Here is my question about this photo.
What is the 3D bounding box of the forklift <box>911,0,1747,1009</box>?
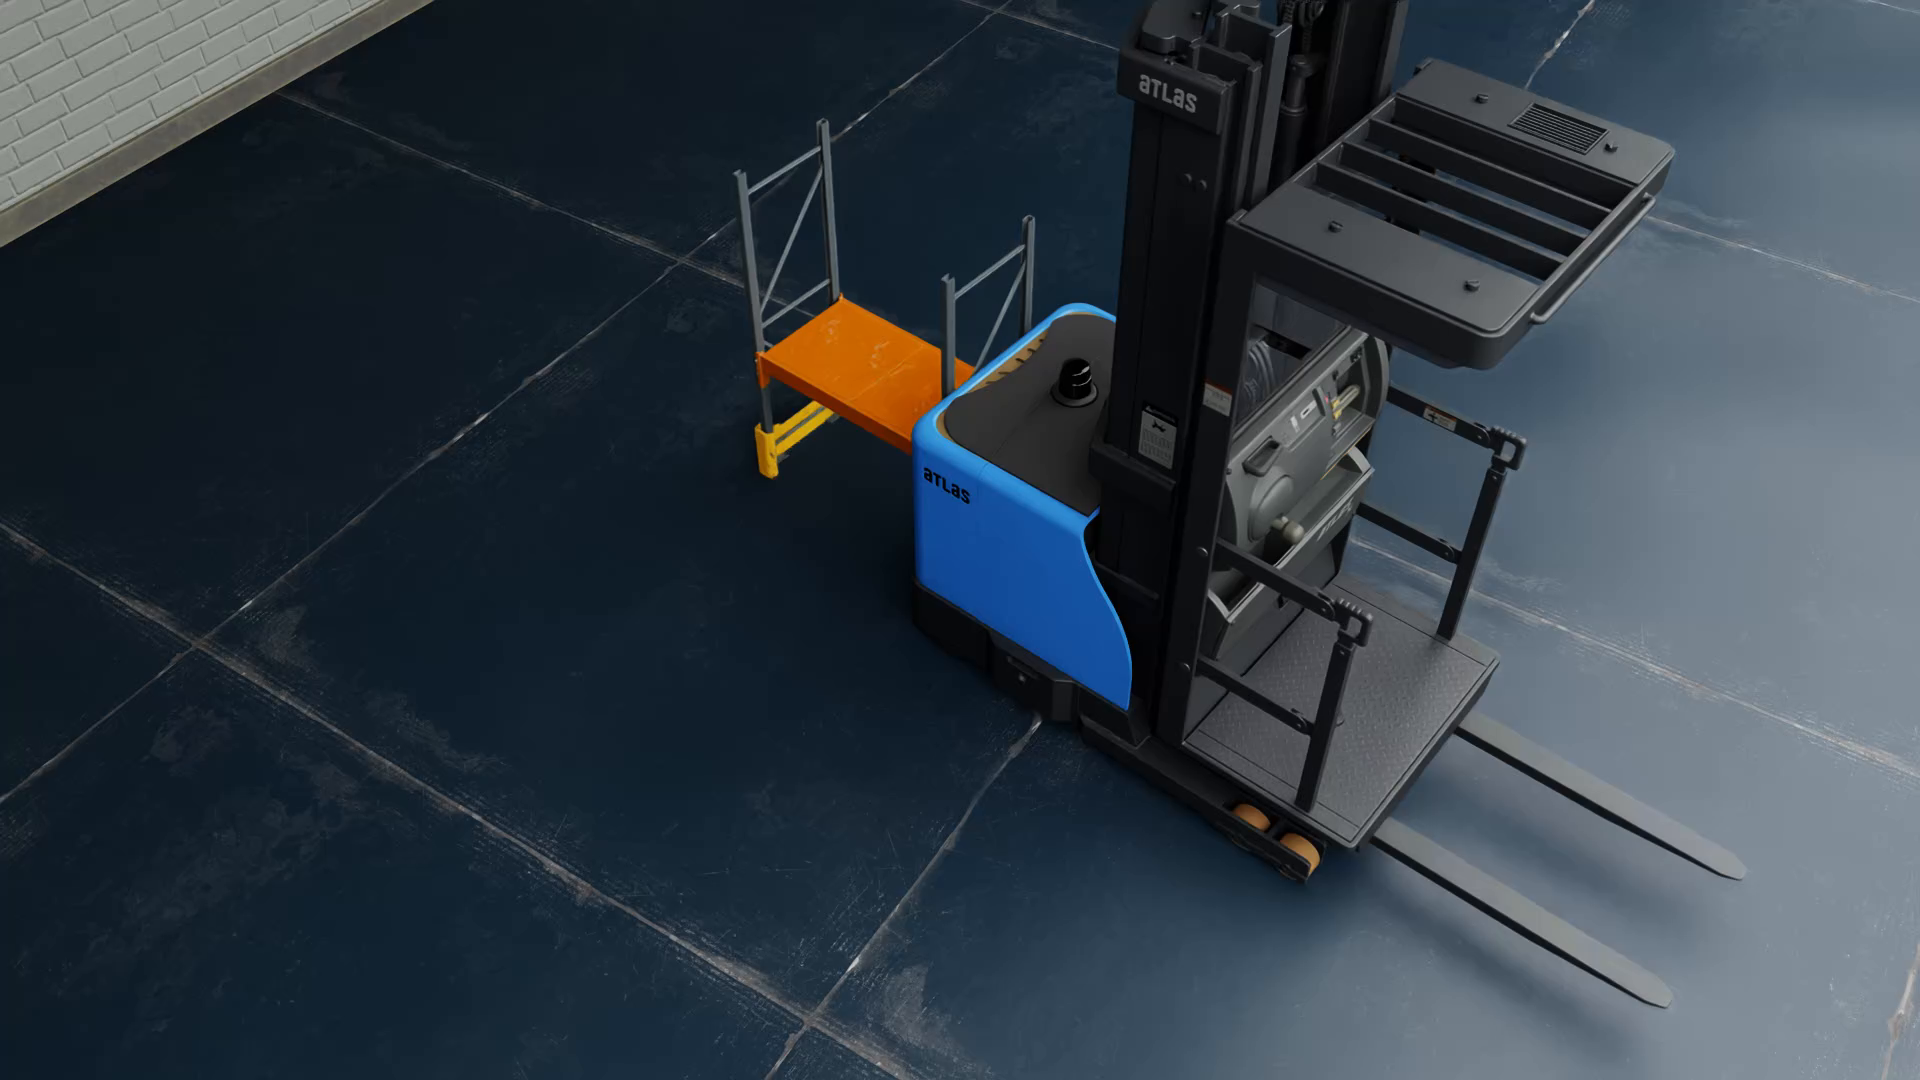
[{"bbox_3d":[1.269,-0.269,5.189,3.031,2.935,1.130,31,53,26],"label":"forklift"}]

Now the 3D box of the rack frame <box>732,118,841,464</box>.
[{"bbox_3d":[-0.681,-0.976,6.874,0.032,1.500,0.500,31,53,26],"label":"rack frame"}]

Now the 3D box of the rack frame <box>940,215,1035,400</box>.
[{"bbox_3d":[0.102,-0.511,6.423,0.032,1.500,0.500,31,53,26],"label":"rack frame"}]

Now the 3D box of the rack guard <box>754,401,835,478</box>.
[{"bbox_3d":[-0.666,-0.531,7.314,0.087,0.250,0.587,31,53,26],"label":"rack guard"}]

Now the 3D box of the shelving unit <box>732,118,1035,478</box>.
[{"bbox_3d":[-0.282,-0.739,6.644,1.083,1.500,0.587,31,53,26],"label":"shelving unit"}]

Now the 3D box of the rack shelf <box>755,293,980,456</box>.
[{"bbox_3d":[-0.289,-0.618,6.777,1.000,0.185,0.538,31,53,26],"label":"rack shelf"}]
